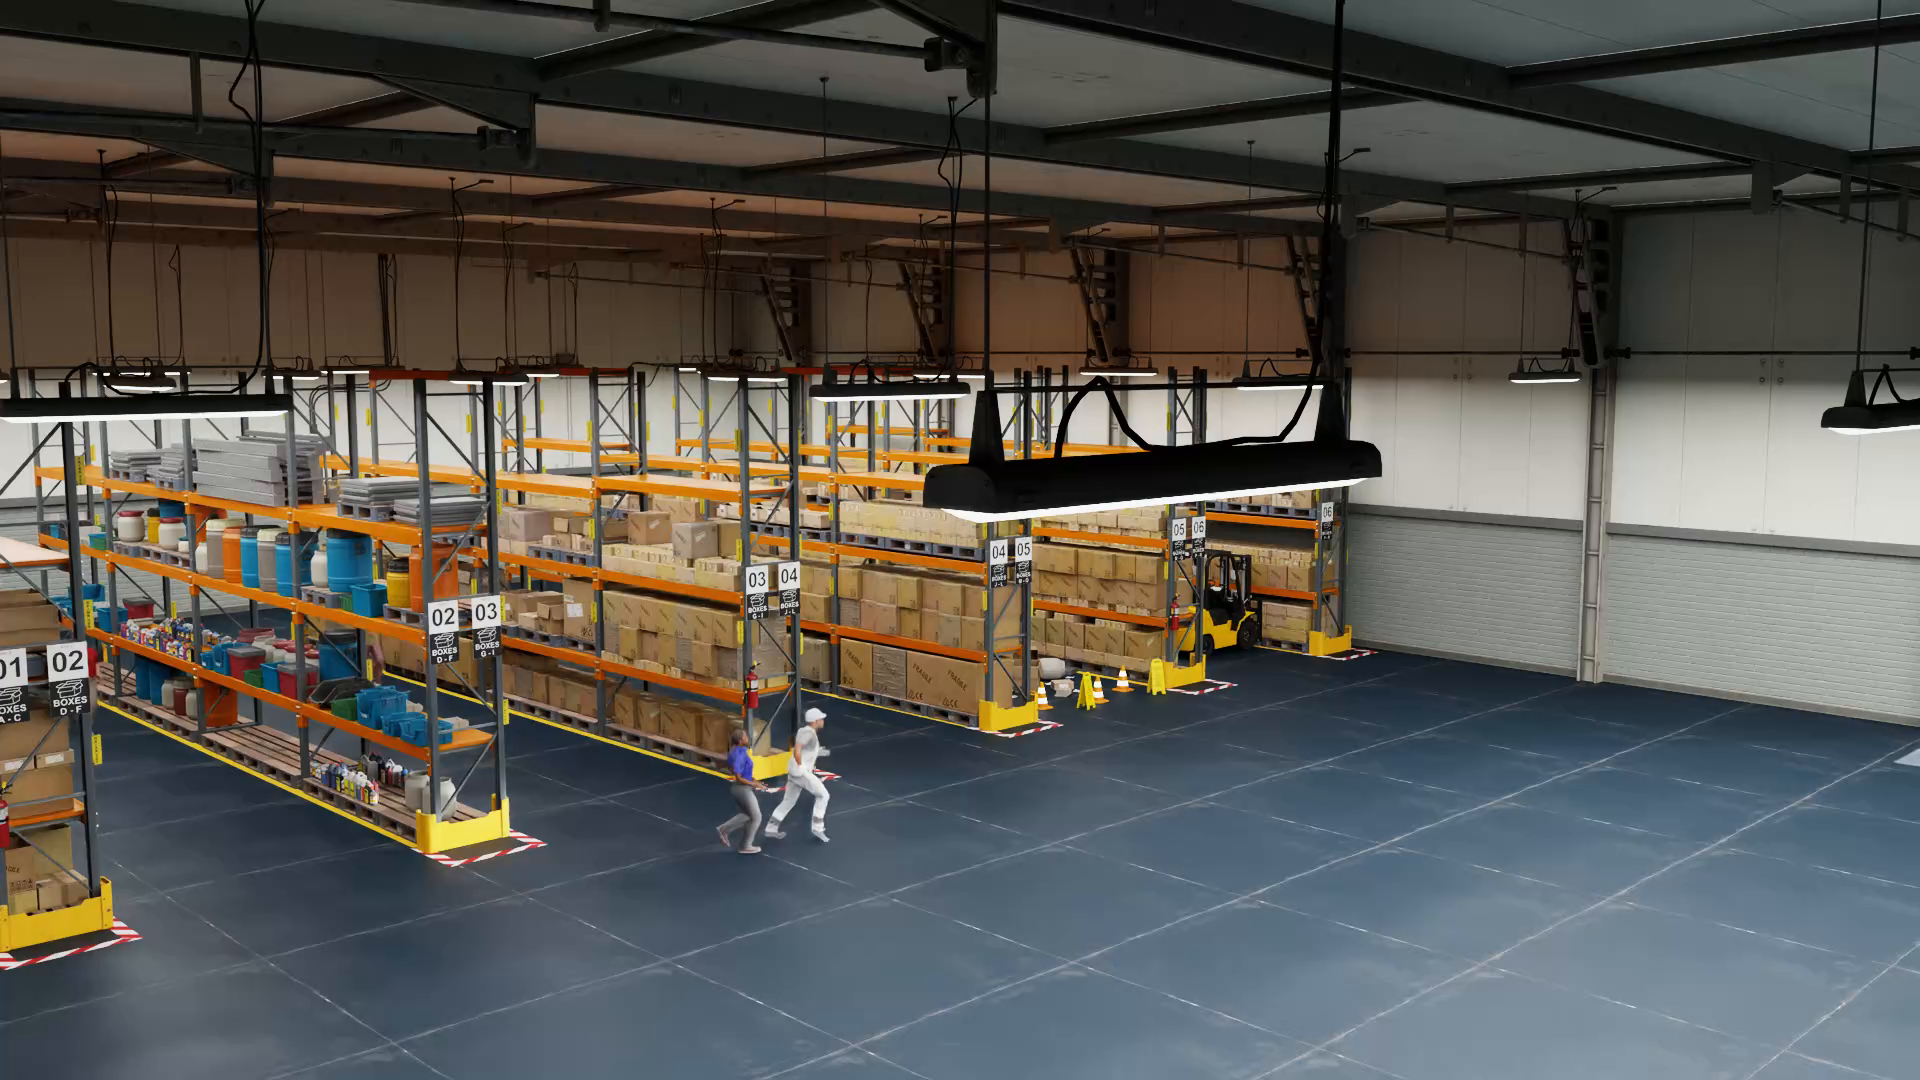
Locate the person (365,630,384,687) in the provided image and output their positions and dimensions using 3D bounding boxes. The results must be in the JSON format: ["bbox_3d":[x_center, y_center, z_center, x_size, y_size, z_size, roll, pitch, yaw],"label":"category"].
[{"bbox_3d":[-11.126,1.986,31.229,0.519,1.710,0.790,-6,9,-44],"label":"person"}]

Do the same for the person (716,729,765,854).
[{"bbox_3d":[-2.777,3.171,20.970,0.586,1.602,0.573,-2,7,-17],"label":"person"}]

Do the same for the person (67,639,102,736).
[{"bbox_3d":[-14.548,2.387,27.553,0.680,1.683,0.658,5,8,39],"label":"person"}]

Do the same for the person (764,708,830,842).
[{"bbox_3d":[-2.074,3.061,21.465,0.921,1.769,0.662,-2,7,-19],"label":"person"}]
